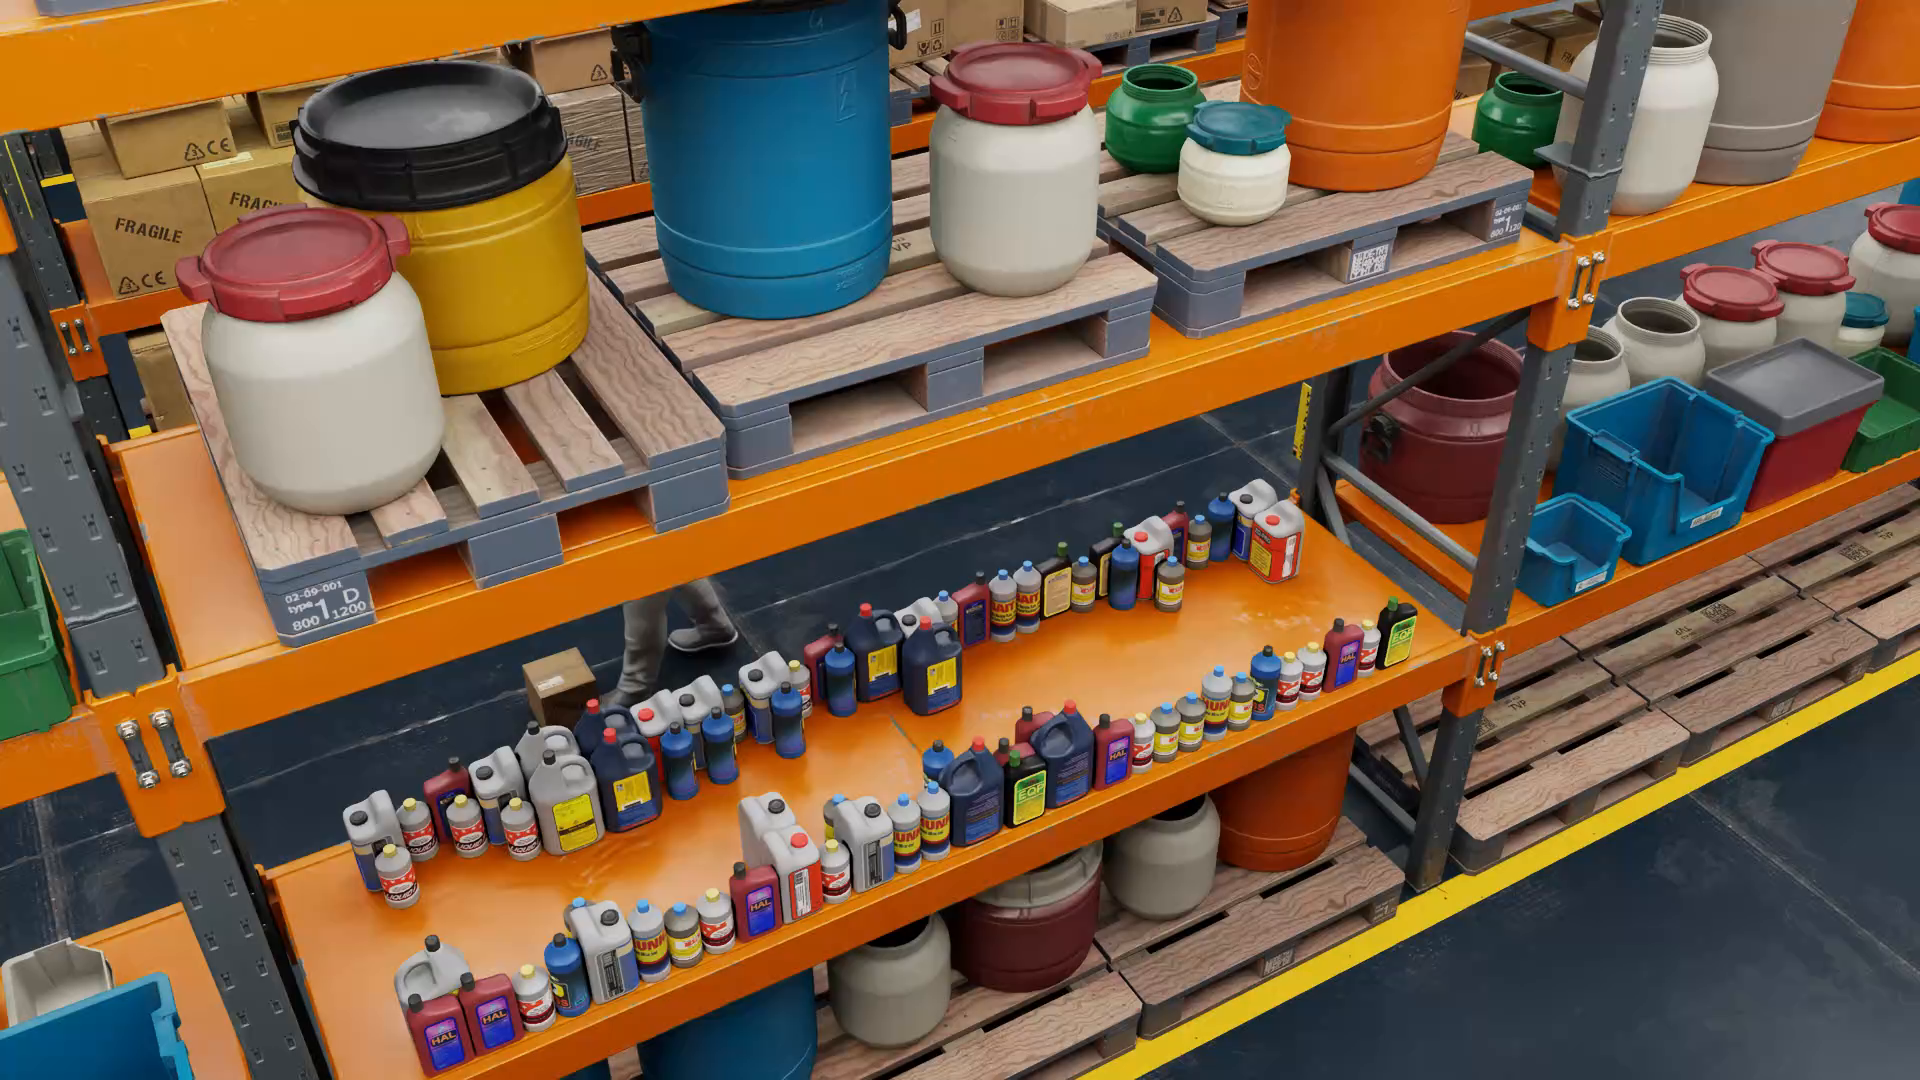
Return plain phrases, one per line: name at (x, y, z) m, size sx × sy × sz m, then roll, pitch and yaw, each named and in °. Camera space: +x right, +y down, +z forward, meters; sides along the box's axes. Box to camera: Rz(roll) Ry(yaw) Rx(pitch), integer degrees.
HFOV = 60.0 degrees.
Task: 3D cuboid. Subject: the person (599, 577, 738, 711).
person at (-1.353, -0.071, 7.005) m, size 0.787 × 1.725 × 0.573 m, roll -15°, pitch 39°, yaw -19°
